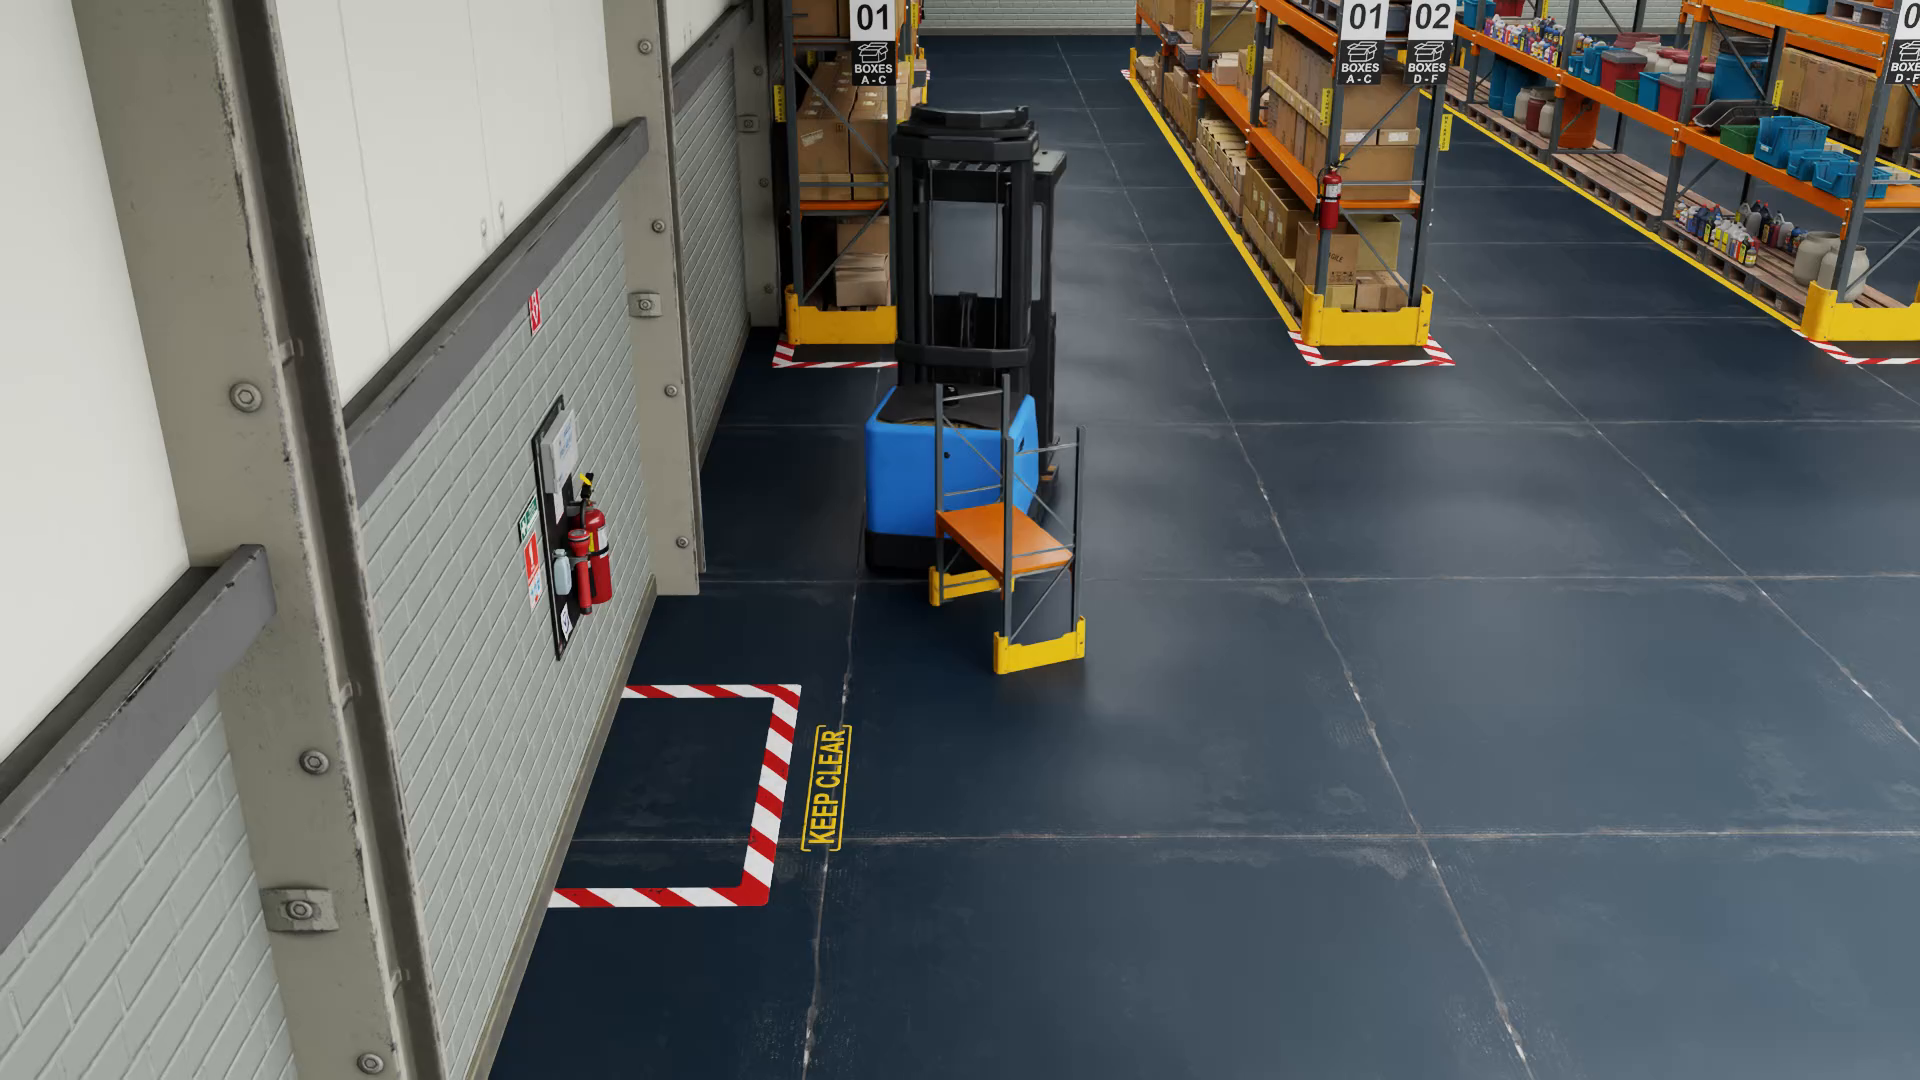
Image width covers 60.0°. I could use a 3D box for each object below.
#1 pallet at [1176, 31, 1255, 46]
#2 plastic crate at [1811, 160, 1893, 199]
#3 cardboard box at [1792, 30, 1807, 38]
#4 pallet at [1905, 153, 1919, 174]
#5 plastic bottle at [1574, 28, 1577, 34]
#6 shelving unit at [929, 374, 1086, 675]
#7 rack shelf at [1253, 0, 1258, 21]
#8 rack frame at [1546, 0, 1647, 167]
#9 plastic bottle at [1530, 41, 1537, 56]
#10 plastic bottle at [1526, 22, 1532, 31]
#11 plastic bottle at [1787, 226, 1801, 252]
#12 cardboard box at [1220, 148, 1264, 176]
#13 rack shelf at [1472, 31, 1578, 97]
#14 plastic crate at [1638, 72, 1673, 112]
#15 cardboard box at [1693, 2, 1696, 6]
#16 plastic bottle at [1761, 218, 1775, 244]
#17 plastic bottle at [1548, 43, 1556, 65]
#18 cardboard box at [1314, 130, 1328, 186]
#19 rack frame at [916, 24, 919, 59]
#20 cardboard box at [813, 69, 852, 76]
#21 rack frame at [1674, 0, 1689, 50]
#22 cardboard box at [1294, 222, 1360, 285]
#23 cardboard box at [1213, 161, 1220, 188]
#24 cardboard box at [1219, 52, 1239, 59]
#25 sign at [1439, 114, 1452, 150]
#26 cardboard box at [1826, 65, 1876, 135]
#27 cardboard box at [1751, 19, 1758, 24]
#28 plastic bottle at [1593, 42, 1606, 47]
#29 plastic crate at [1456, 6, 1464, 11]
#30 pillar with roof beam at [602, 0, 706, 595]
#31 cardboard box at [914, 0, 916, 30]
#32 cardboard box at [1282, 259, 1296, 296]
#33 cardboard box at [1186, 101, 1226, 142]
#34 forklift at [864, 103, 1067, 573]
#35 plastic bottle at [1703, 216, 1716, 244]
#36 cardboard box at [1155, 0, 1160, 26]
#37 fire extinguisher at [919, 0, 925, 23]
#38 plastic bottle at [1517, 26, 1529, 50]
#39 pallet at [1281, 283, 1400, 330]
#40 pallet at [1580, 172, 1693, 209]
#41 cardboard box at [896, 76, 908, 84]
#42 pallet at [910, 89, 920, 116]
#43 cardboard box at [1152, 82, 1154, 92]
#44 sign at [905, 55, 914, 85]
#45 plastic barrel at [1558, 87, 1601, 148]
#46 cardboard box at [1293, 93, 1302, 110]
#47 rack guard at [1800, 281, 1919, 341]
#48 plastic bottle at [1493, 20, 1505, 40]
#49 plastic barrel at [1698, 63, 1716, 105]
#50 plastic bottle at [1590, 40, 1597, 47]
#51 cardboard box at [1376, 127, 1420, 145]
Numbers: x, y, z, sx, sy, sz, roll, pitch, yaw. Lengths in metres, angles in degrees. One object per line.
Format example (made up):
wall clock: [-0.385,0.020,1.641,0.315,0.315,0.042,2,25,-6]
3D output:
pallet: [3.767,-7.309,24.503,1.003,0.211,1.213,0,24,-1]
plastic crate: [8.529,-3.456,15.932,0.499,0.251,0.616,0,24,-1]
cardboard box: [13.410,-8.141,25.988,0.500,0.500,0.500,0,24,0]
pallet: [13.706,-5.045,22.649,1.003,0.211,1.213,0,24,-1]
plastic bottle: [9.052,-7.410,24.554,0.144,0.351,0.185,0,24,-1]
shelving unit: [0.278,-0.125,10.205,0.587,1.500,1.083,-10,26,-22]
rack shelf: [3.815,-6.810,20.399,1.077,0.370,4.000,0,24,-1]
rack frame: [8.746,-6.615,22.737,1.000,3.000,0.127,0,24,-1]
plastic bottle: [8.322,-7.113,24.079,0.097,0.201,0.097,0,24,0]
plastic bottle: [8.906,-8.004,26.048,0.097,0.201,0.097,0,24,0]
plastic bottle: [9.118,-3.291,18.163,0.097,0.271,0.097,0,24,0]
cardboard box: [3.531,-4.726,20.706,0.500,0.311,0.500,0,24,-1]
rack shelf: [8.724,-7.112,24.707,1.077,0.370,4.000,0,24,-1]
plastic crate: [8.467,-5.413,20.098,0.392,0.384,0.575,0,24,-1]
cardboard box: [13.290,-9.566,29.566,0.380,0.149,0.250,-1,24,-1]
plastic bottle: [8.988,-3.443,18.484,0.061,0.283,0.133,0,24,-1]
plastic bottle: [8.313,-6.822,23.336,0.061,0.283,0.133,0,24,-1]
cardboard box: [3.878,-3.753,16.286,0.700,0.500,0.500,0,24,1]
rack frame: [-1.247,-9.867,29.927,1.000,3.000,0.127,0,24,-1]
cardboard box: [-1.318,-4.797,17.965,0.500,0.500,0.500,0,24,-1]
rack frame: [13.612,-9.934,30.075,1.000,3.000,0.127,0,24,-1]
cardboard box: [3.577,-2.798,16.214,0.500,0.500,0.500,0,24,-1]
cardboard box: [3.528,-4.683,21.292,0.500,0.250,0.500,0,24,1]
cardboard box: [3.753,-6.404,22.378,0.500,0.311,0.500,1,24,3]
sign: [4.435,-3.729,15.208,0.100,0.325,0.005,0,24,-1]
cardboard box: [13.710,-6.513,24.579,1.225,0.875,0.875,0,24,0]
cardboard box: [13.316,-8.613,27.460,0.380,0.149,0.250,0,24,0]
plastic bottle: [9.060,-6.929,23.582,0.152,0.276,0.135,0,24,-1]
plastic crate: [8.383,-8.887,28.007,0.293,0.136,0.466,0,24,-1]
pillar with roof beam: [2.425,-3.839,9.319,9.100,9.000,0.400,0,24,-1]
cardboard box: [-0.931,-8.010,25.314,0.500,0.500,0.500,0,24,0]
cardboard box: [3.562,-2.662,16.824,0.500,0.250,0.500,0,24,-1]
cardboard box: [3.548,-6.041,23.965,0.500,0.500,0.500,1,24,2]
forklift: [0.145,-1.675,11.897,1.130,2.935,3.031,5,25,10]
plastic bottle: [8.346,-3.450,18.499,0.061,0.283,0.133,1,24,2]
cardboard box: [3.480,-8.706,27.238,0.500,0.500,0.500,0,24,1]
fire extinguisher: [-0.788,-9.726,30.162,0.296,0.674,0.183,0,24,-1]
plastic bottle: [8.339,-7.426,24.588,0.144,0.351,0.185,0,24,-1]
pallet: [3.830,-2.343,16.673,1.003,0.211,1.213,0,24,-1]
pallet: [8.726,-4.524,21.497,1.003,0.211,1.213,0,24,-1]
cardboard box: [-0.796,-4.598,17.525,0.500,0.500,0.500,-1,24,-2]
pallet: [-0.979,-5.151,19.732,1.003,0.211,1.213,0,24,-1]
cardboard box: [3.396,-7.532,27.690,0.380,0.149,0.250,0,24,-1]
sign: [-0.574,-5.323,18.828,0.100,0.325,0.005,0,24,-1]
plastic barrel: [8.724,-6.019,23.543,0.600,0.830,0.708,0,24,-1]
cardboard box: [3.666,-4.538,17.235,0.380,0.149,0.250,0,24,-1]
rack guard: [8.786,-2.211,16.032,1.175,0.500,0.348,0,24,-1]
plastic bottle: [8.331,-7.864,25.648,0.152,0.276,0.135,0,24,-1]
plastic barrel: [8.999,-5.424,19.939,0.433,0.535,0.433,0,24,0]
plastic bottle: [9.025,-6.975,23.688,0.097,0.271,0.097,0,24,0]
cardboard box: [4.091,-3.802,15.608,0.380,0.149,0.250,0,24,-1]
